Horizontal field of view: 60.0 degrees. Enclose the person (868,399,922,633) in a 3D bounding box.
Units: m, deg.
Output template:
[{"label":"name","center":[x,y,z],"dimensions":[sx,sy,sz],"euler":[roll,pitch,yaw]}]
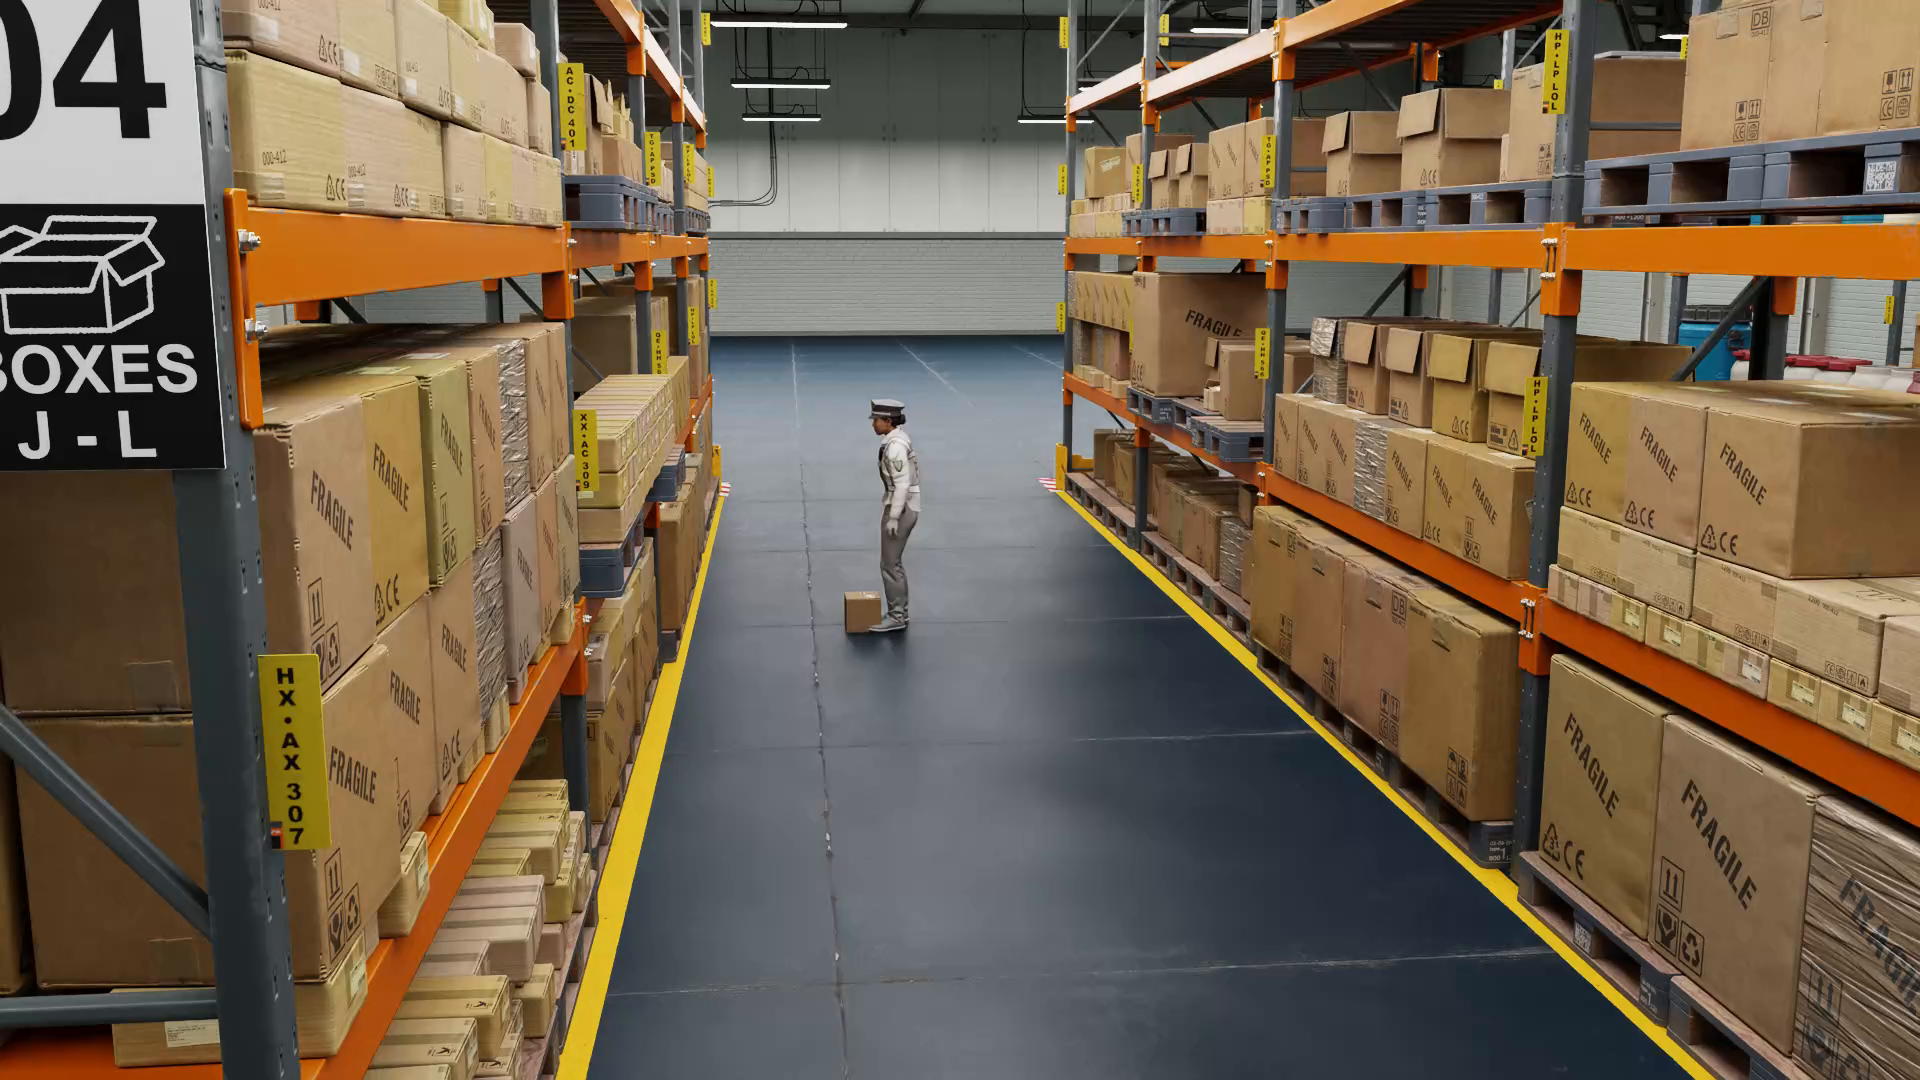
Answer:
[{"label":"person","center":[-0.481,-0.182,11.920],"dimensions":[0.407,1.663,0.528],"euler":[-1,10,-6]}]
